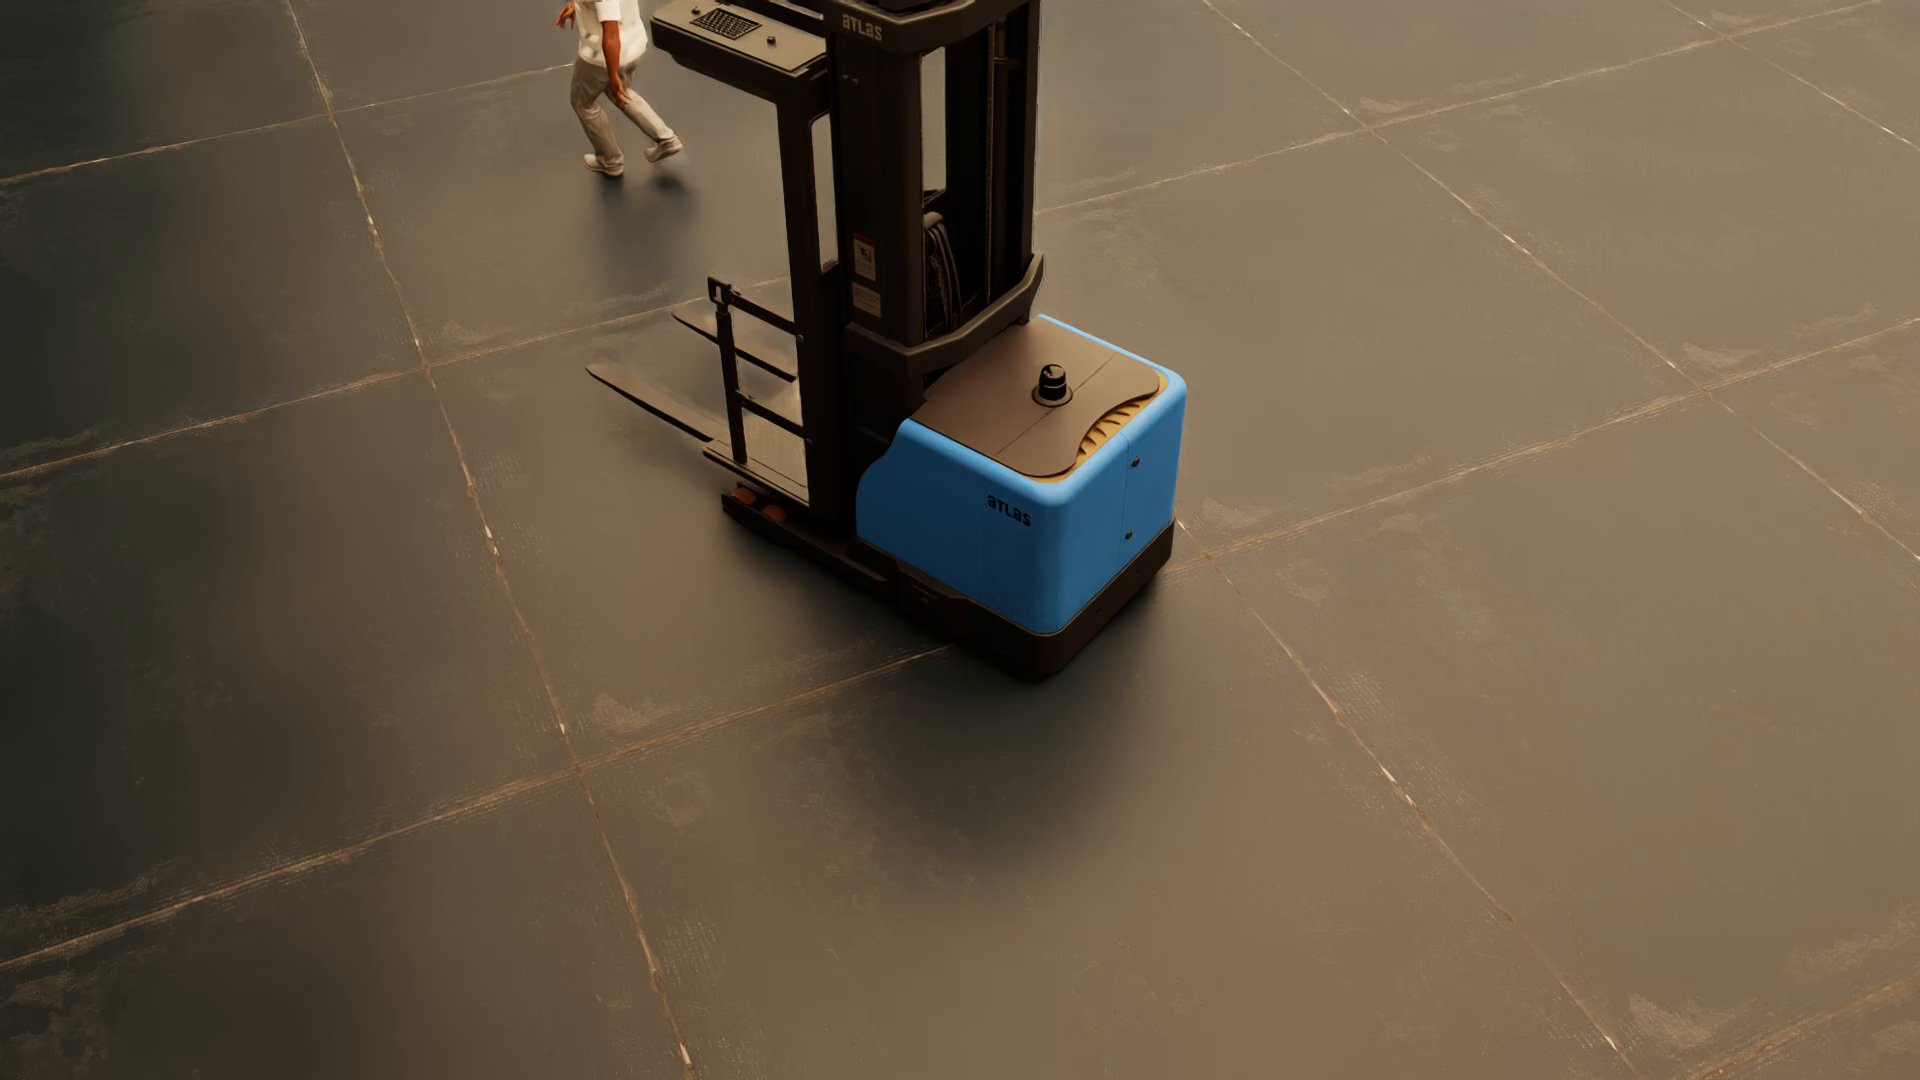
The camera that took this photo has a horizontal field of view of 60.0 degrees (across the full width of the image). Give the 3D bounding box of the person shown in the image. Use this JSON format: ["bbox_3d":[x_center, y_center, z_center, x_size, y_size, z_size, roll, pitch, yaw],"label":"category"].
[{"bbox_3d":[-2.037,-2.856,9.650,0.707,1.700,0.694,20,47,20],"label":"person"}]

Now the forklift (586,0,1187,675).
[{"bbox_3d":[-0.503,-1.329,7.105,3.031,2.935,1.130,28,50,27],"label":"forklift"}]
